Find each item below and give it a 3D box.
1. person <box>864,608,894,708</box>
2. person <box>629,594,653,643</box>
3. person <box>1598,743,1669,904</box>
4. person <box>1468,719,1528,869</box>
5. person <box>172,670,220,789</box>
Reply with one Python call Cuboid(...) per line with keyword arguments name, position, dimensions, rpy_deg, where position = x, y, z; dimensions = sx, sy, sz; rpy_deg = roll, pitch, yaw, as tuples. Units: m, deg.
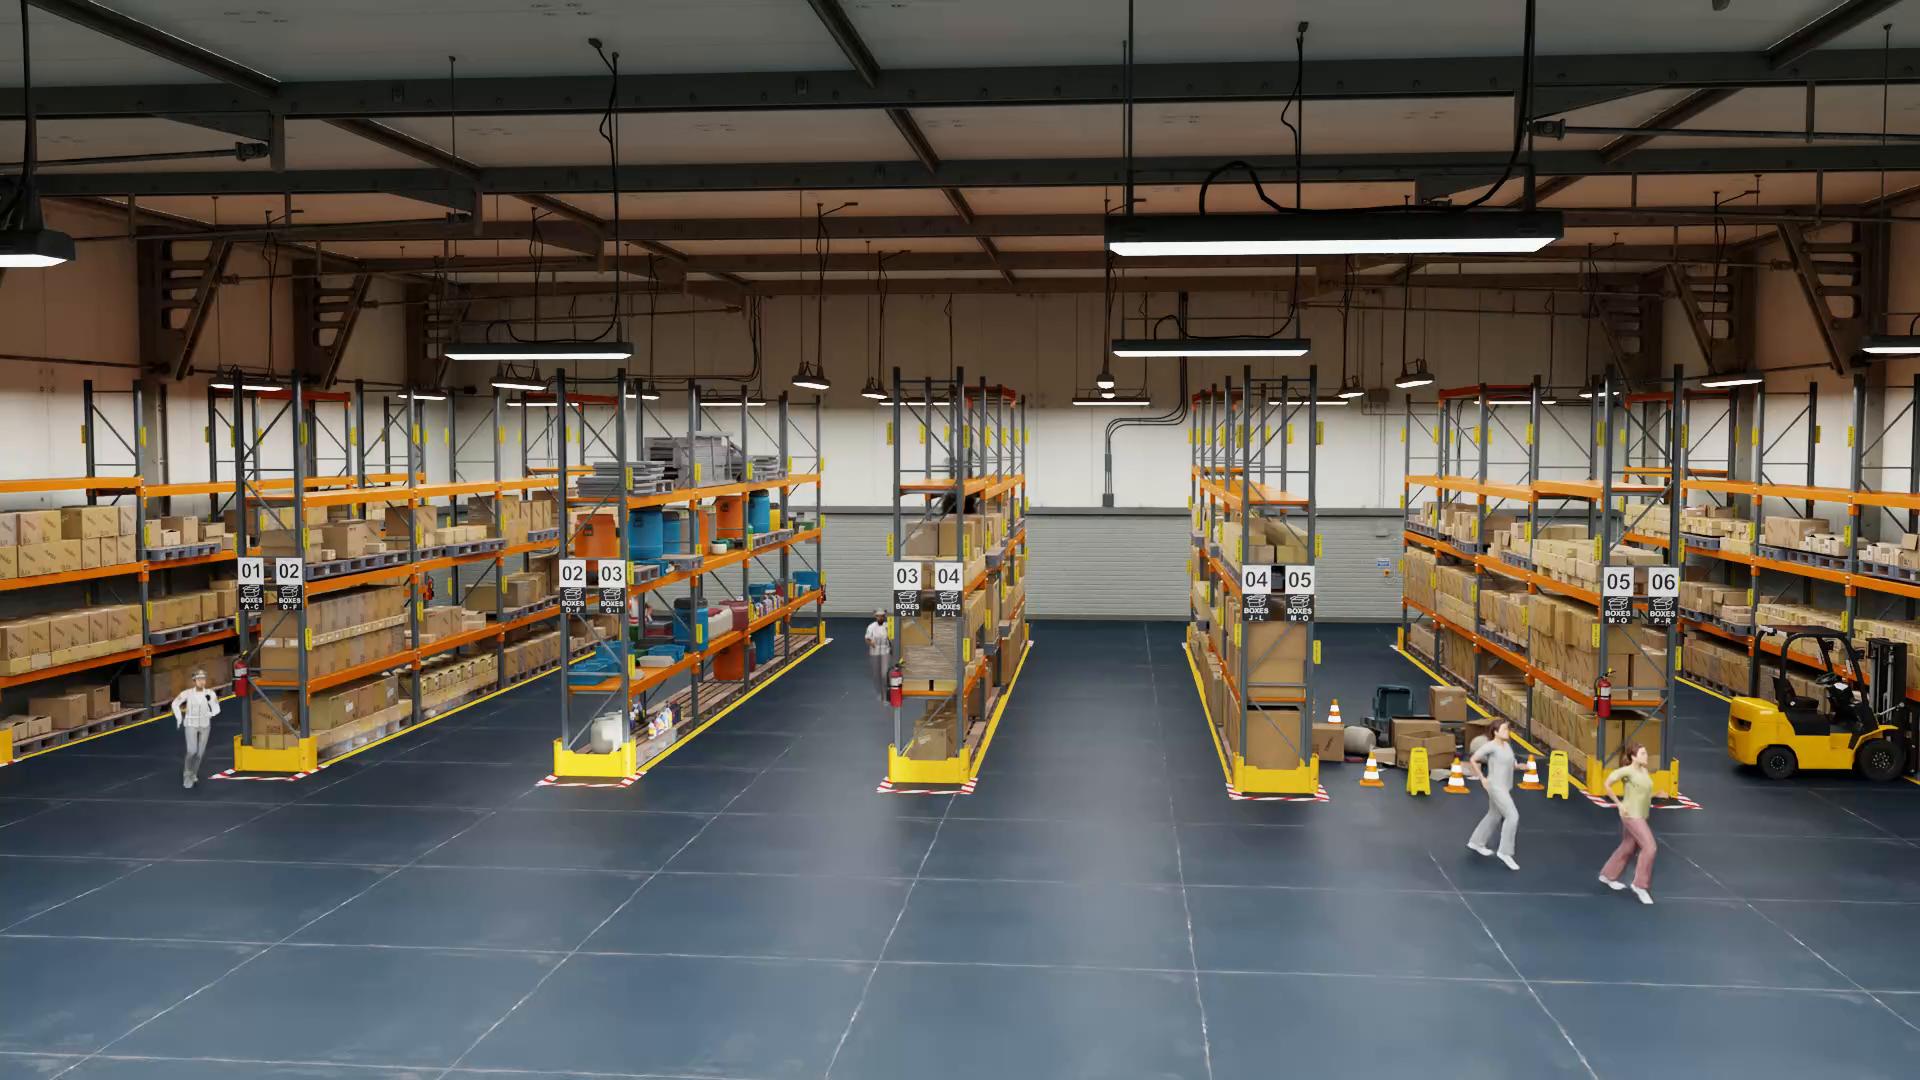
Cuboid(name="person", position=(-1.405, 2.077, 29.375), dimensions=(0.572, 1.781, 0.685), rpy_deg=(0, 4, 1))
Cuboid(name="person", position=(-6.924, 1.862, 35.663), dimensions=(0.644, 1.806, 0.915), rpy_deg=(0, 4, -7))
Cuboid(name="person", position=(7.302, 3.051, 18.059), dimensions=(0.558, 1.723, 0.732), rpy_deg=(-4, 5, -45))
Cuboid(name="person", position=(6.296, 2.953, 19.486), dimensions=(0.754, 1.724, 0.533), rpy_deg=(3, 5, 43))
Cuboid(name="person", position=(-10.920, 2.705, 23.826), dimensions=(0.604, 1.709, 0.636), rpy_deg=(-3, 4, -36))
